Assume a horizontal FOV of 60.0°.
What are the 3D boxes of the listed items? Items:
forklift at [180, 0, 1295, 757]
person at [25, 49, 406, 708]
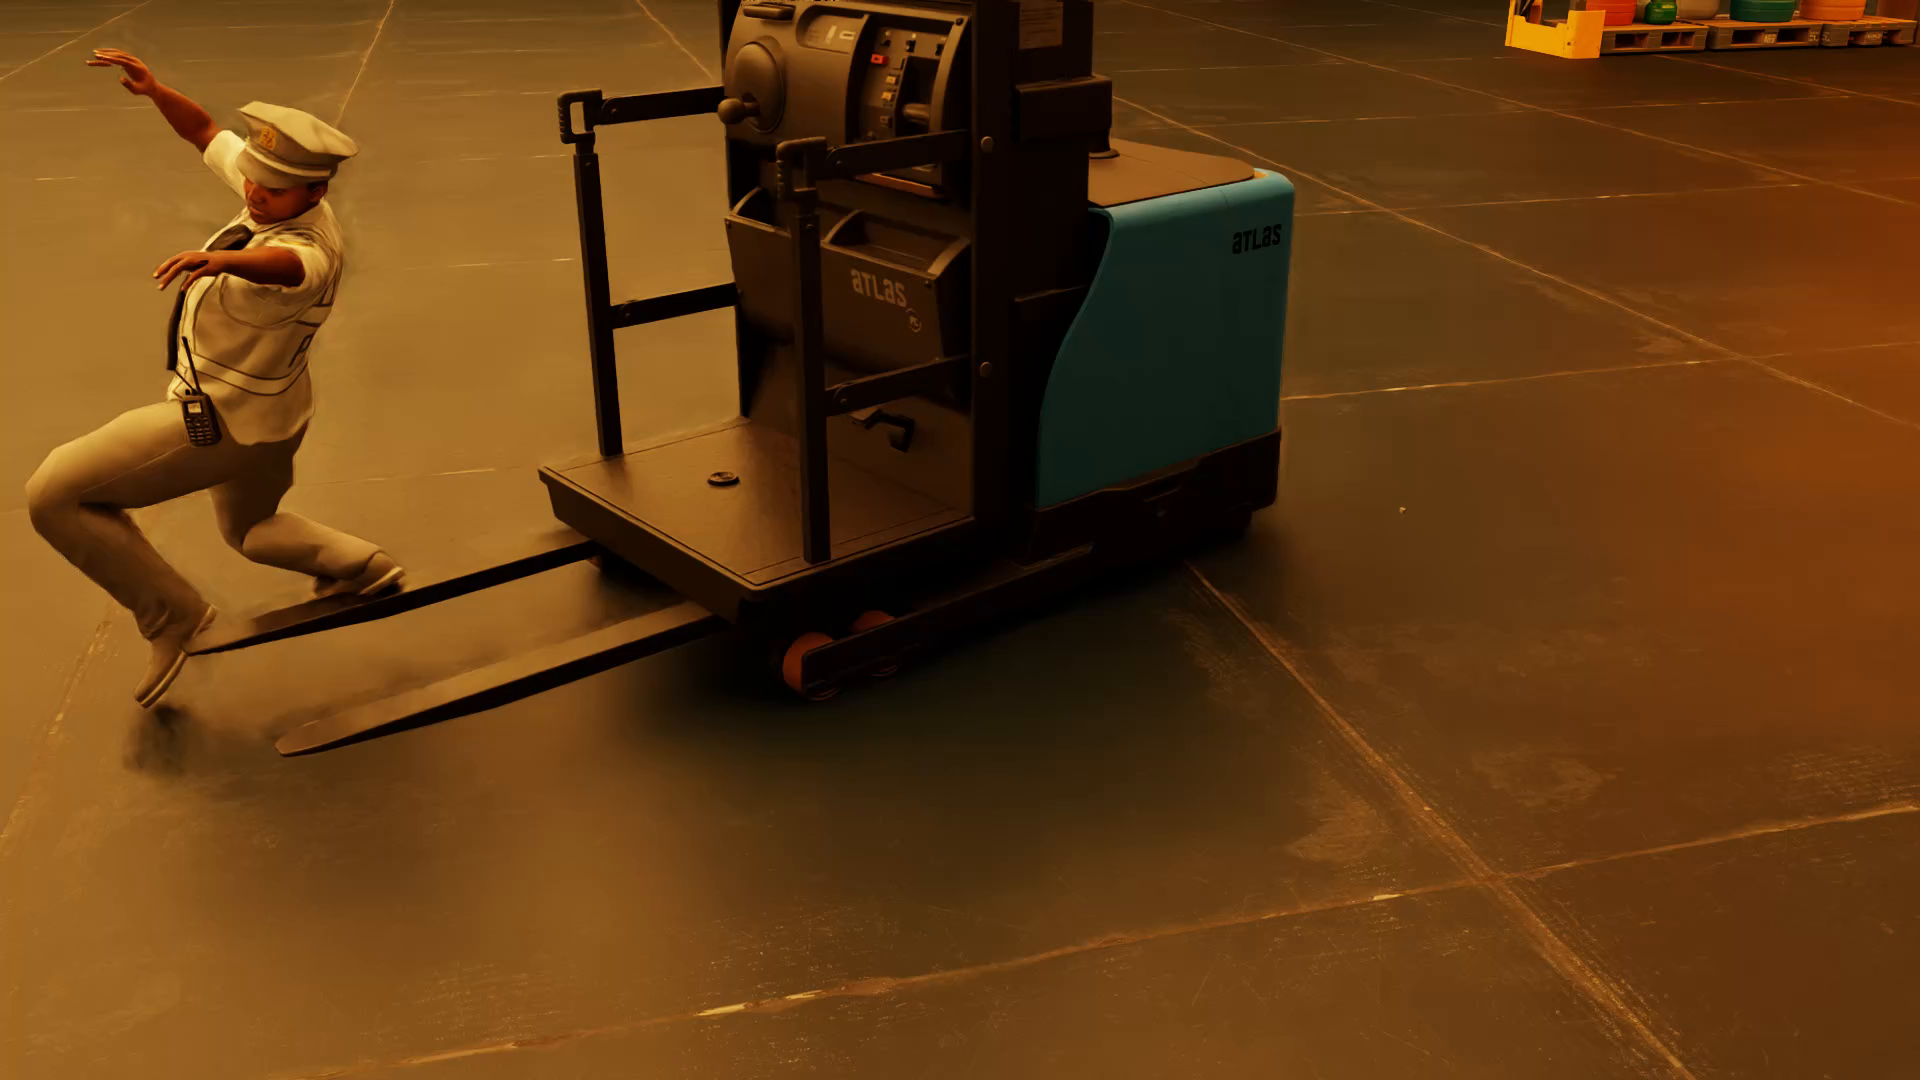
[{"bbox_3d":[-0.466,-1.182,4.088,3.031,2.935,1.130,-19,29,-37],"label":"forklift"},{"bbox_3d":[-1.743,-0.277,3.704,0.815,1.544,1.031,-1,23,-2],"label":"person"}]
